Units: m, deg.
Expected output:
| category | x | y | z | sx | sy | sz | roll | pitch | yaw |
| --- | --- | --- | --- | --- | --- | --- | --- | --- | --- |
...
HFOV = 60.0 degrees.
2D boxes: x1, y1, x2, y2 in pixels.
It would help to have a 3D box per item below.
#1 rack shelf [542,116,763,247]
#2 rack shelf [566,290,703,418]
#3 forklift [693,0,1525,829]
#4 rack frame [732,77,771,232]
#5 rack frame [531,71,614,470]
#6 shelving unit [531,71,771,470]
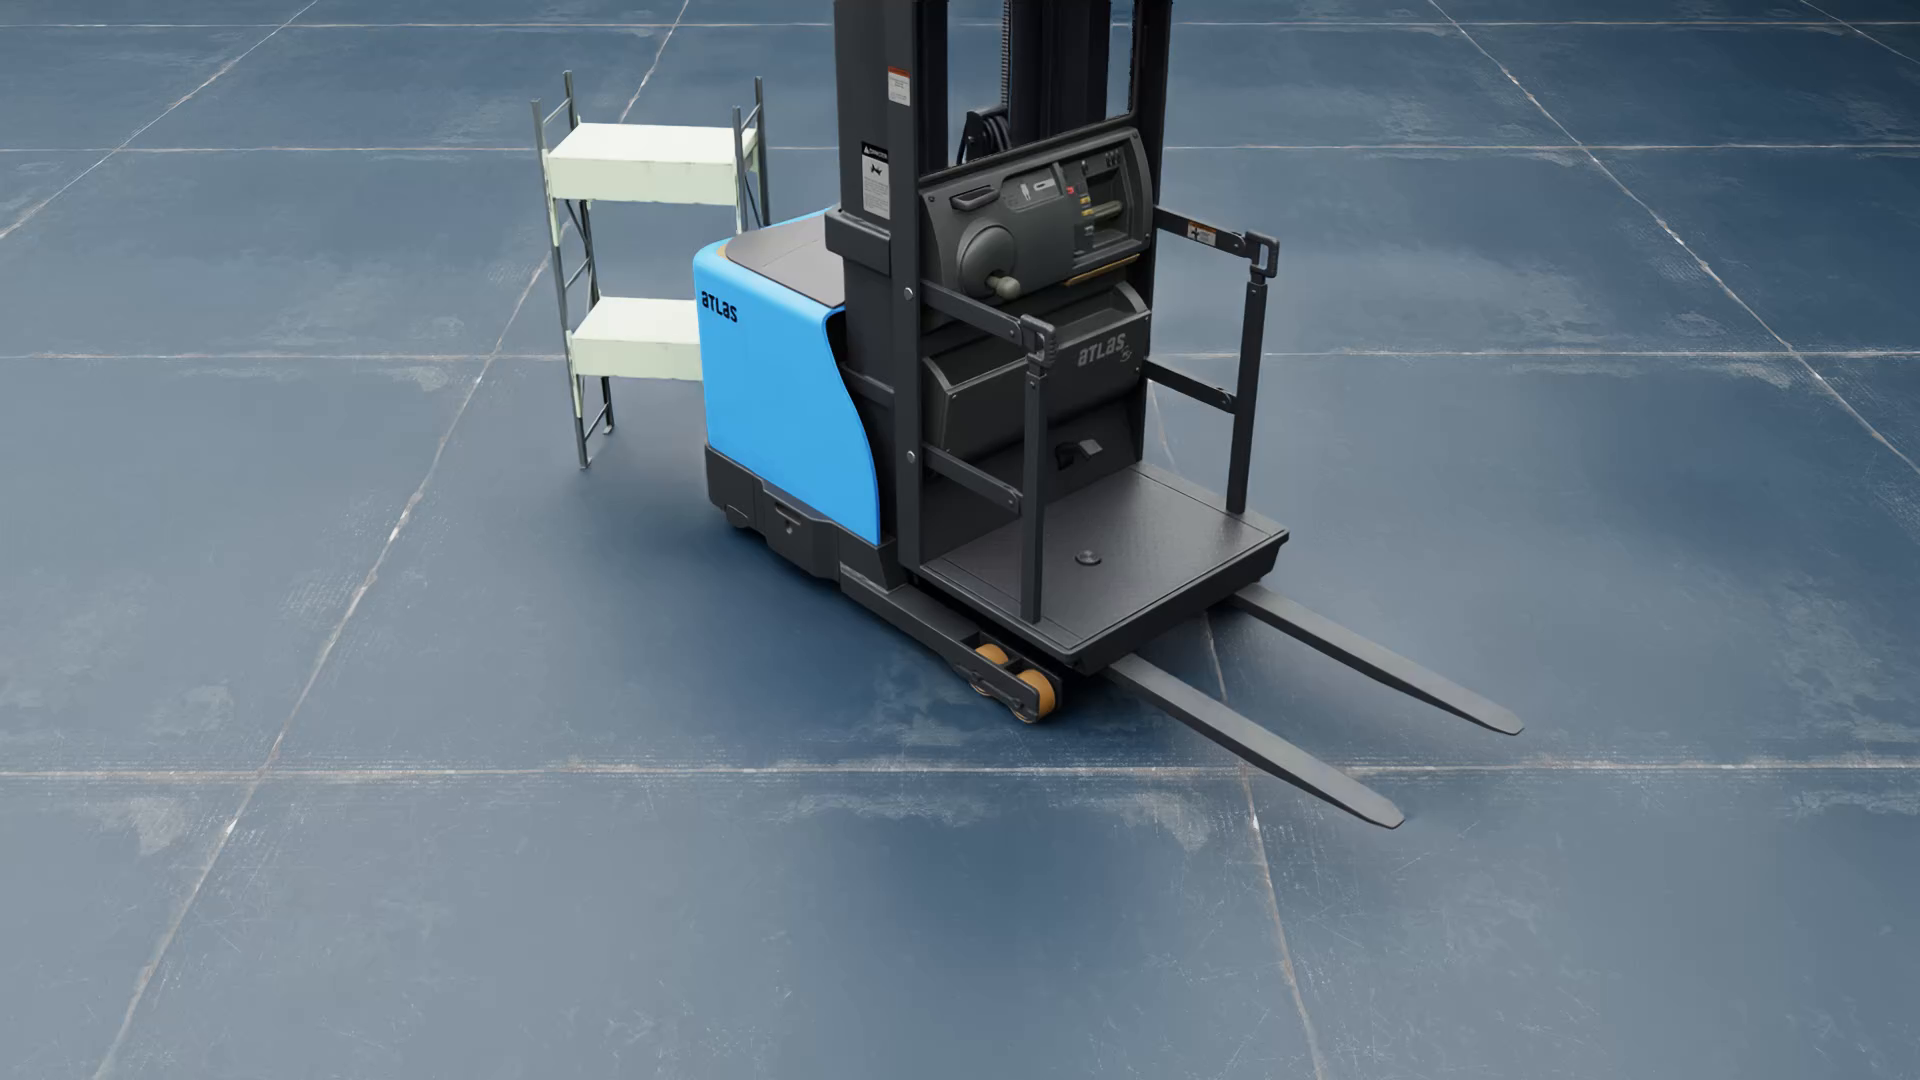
| category | x | y | z | sx | sy | sz | roll | pitch | yaw |
| --- | --- | --- | --- | --- | --- | --- | --- | --- | --- |
| rack shelf | -1.137 | -1.341 | 6.262 | 0.720 | 0.370 | 0.431 | 3 | 31 | 6 |
| rack shelf | -1.137 | -0.729 | 6.634 | 0.720 | 0.370 | 0.431 | 3 | 31 | 6 |
| forklift | 0.402 | -0.973 | 5.028 | 1.130 | 2.935 | 3.031 | -25 | 39 | -35 |
| rack frame | -0.773 | -0.986 | 6.430 | 0.023 | 1.500 | 0.400 | 3 | 31 | 6 |
| rack frame | -1.500 | -1.029 | 6.500 | 0.023 | 1.500 | 0.400 | 3 | 31 | 6 |
| shelving unit | -1.137 | -1.008 | 6.465 | 0.755 | 1.500 | 0.431 | 3 | 31 | 6 |
